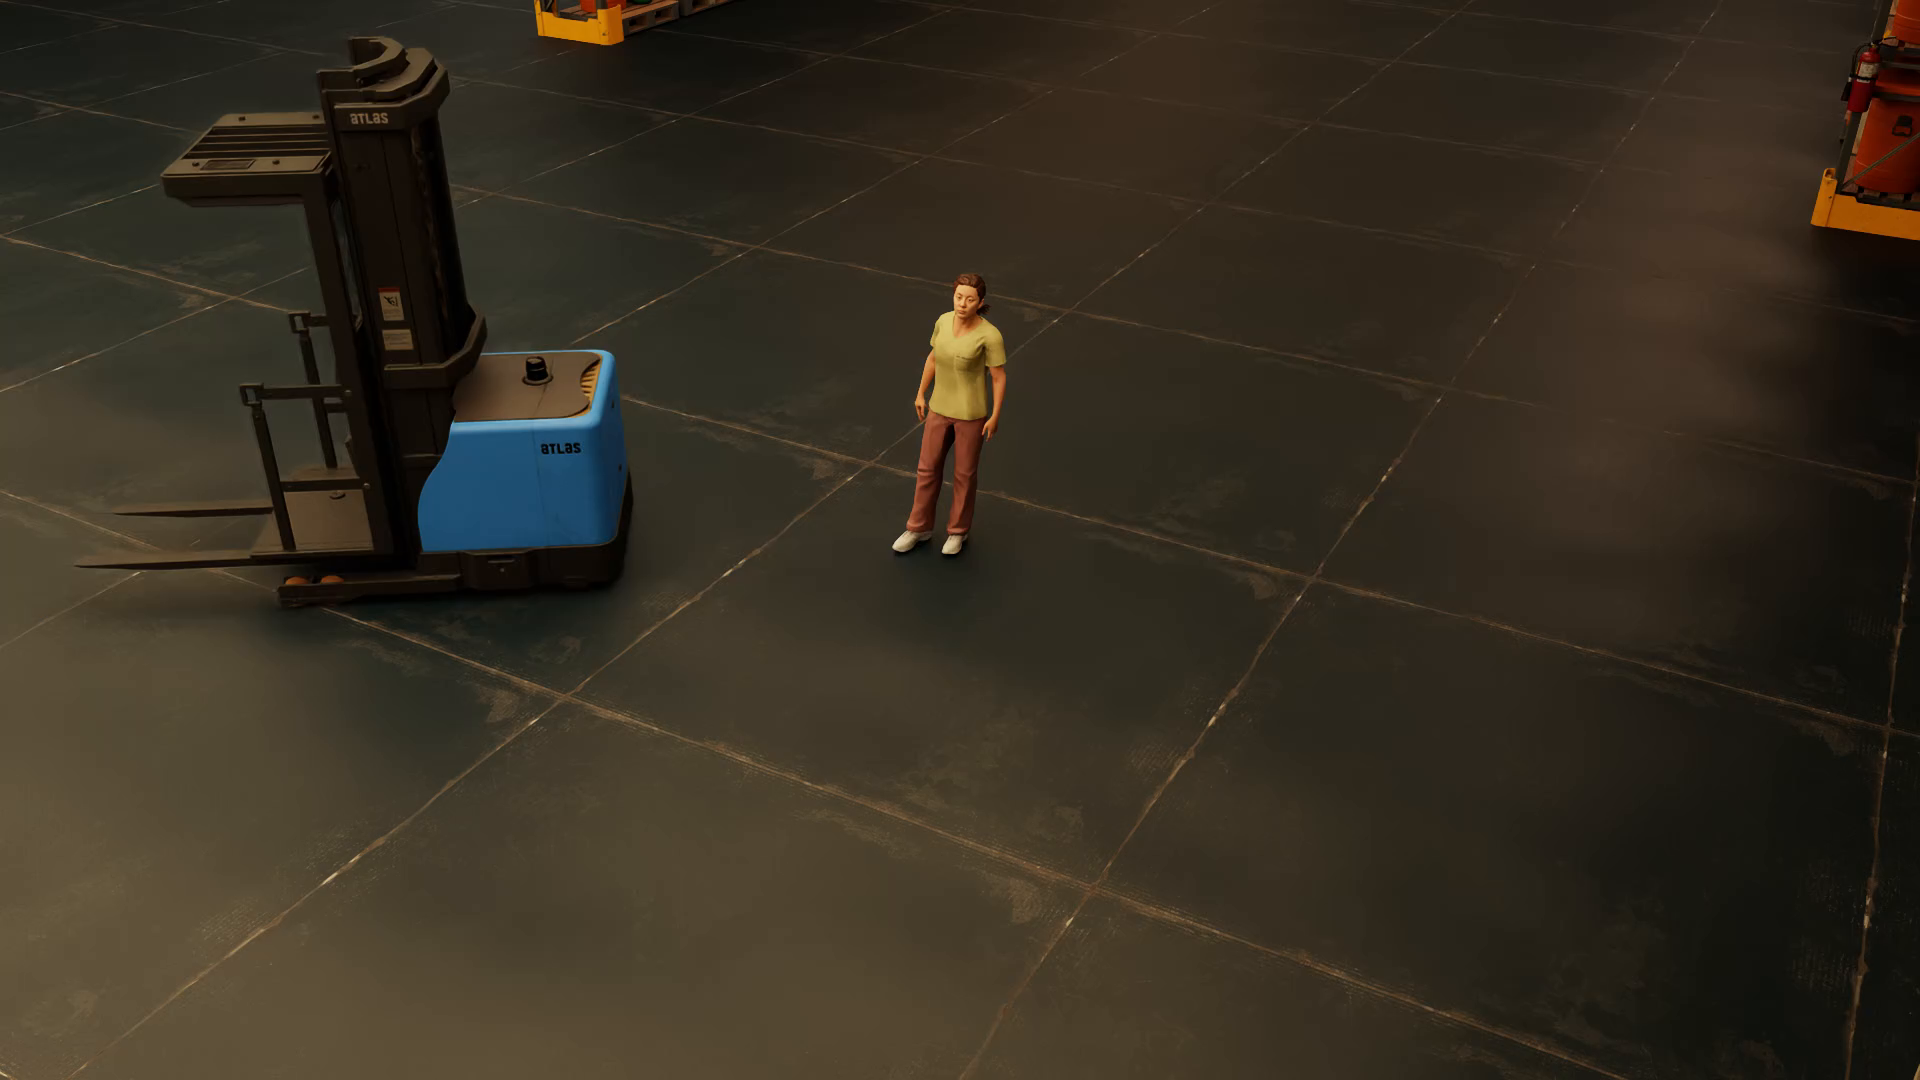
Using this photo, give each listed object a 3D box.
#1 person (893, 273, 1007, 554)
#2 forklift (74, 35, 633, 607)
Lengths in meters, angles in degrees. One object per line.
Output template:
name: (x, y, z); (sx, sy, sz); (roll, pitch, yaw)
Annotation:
person: (-0.045, -0.702, 9.529); (0.555, 1.675, 0.549); (15, 33, 25)
forklift: (-3.489, -1.169, 9.096); (3.031, 2.935, 1.130); (-3, 30, -4)
